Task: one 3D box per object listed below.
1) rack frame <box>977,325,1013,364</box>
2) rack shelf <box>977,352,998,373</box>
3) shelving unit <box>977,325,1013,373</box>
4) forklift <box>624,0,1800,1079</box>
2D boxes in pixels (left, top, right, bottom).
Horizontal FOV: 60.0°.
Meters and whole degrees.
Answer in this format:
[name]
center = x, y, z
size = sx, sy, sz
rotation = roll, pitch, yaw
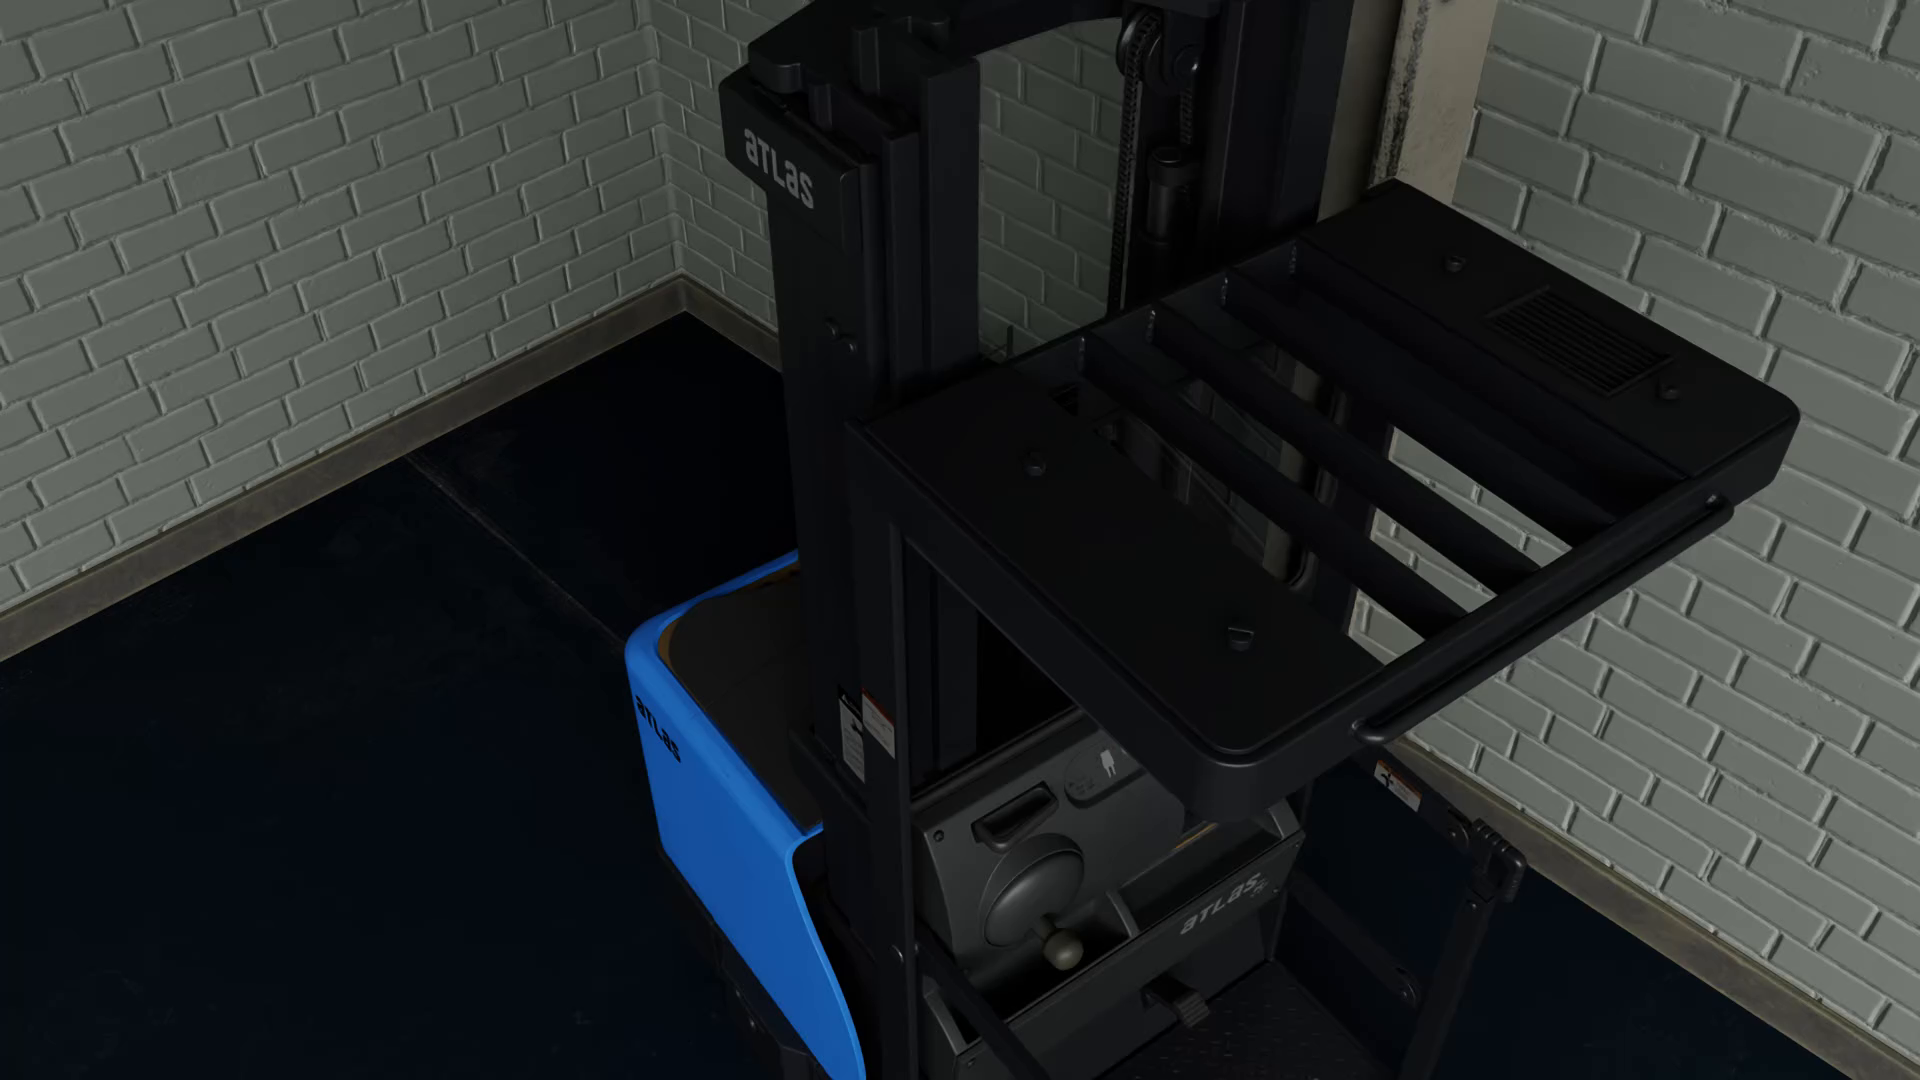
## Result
[rack frame]
center = 0.078, -0.278, 5.387
size = 0.240, 0.900, 0.006
rotation = -34, 53, -31
[rack shelf]
center = 0.006, -0.500, 5.280
size = 0.258, 0.077, 0.200
rotation = -34, 53, -31
[shelving unit]
center = 0.006, -0.327, 5.440
size = 0.258, 0.900, 0.210
rotation = -34, 53, -31
[forklift]
center = 0.460, 0.543, 3.003
size = 1.130, 2.935, 3.031
rotation = -26, 49, -26
